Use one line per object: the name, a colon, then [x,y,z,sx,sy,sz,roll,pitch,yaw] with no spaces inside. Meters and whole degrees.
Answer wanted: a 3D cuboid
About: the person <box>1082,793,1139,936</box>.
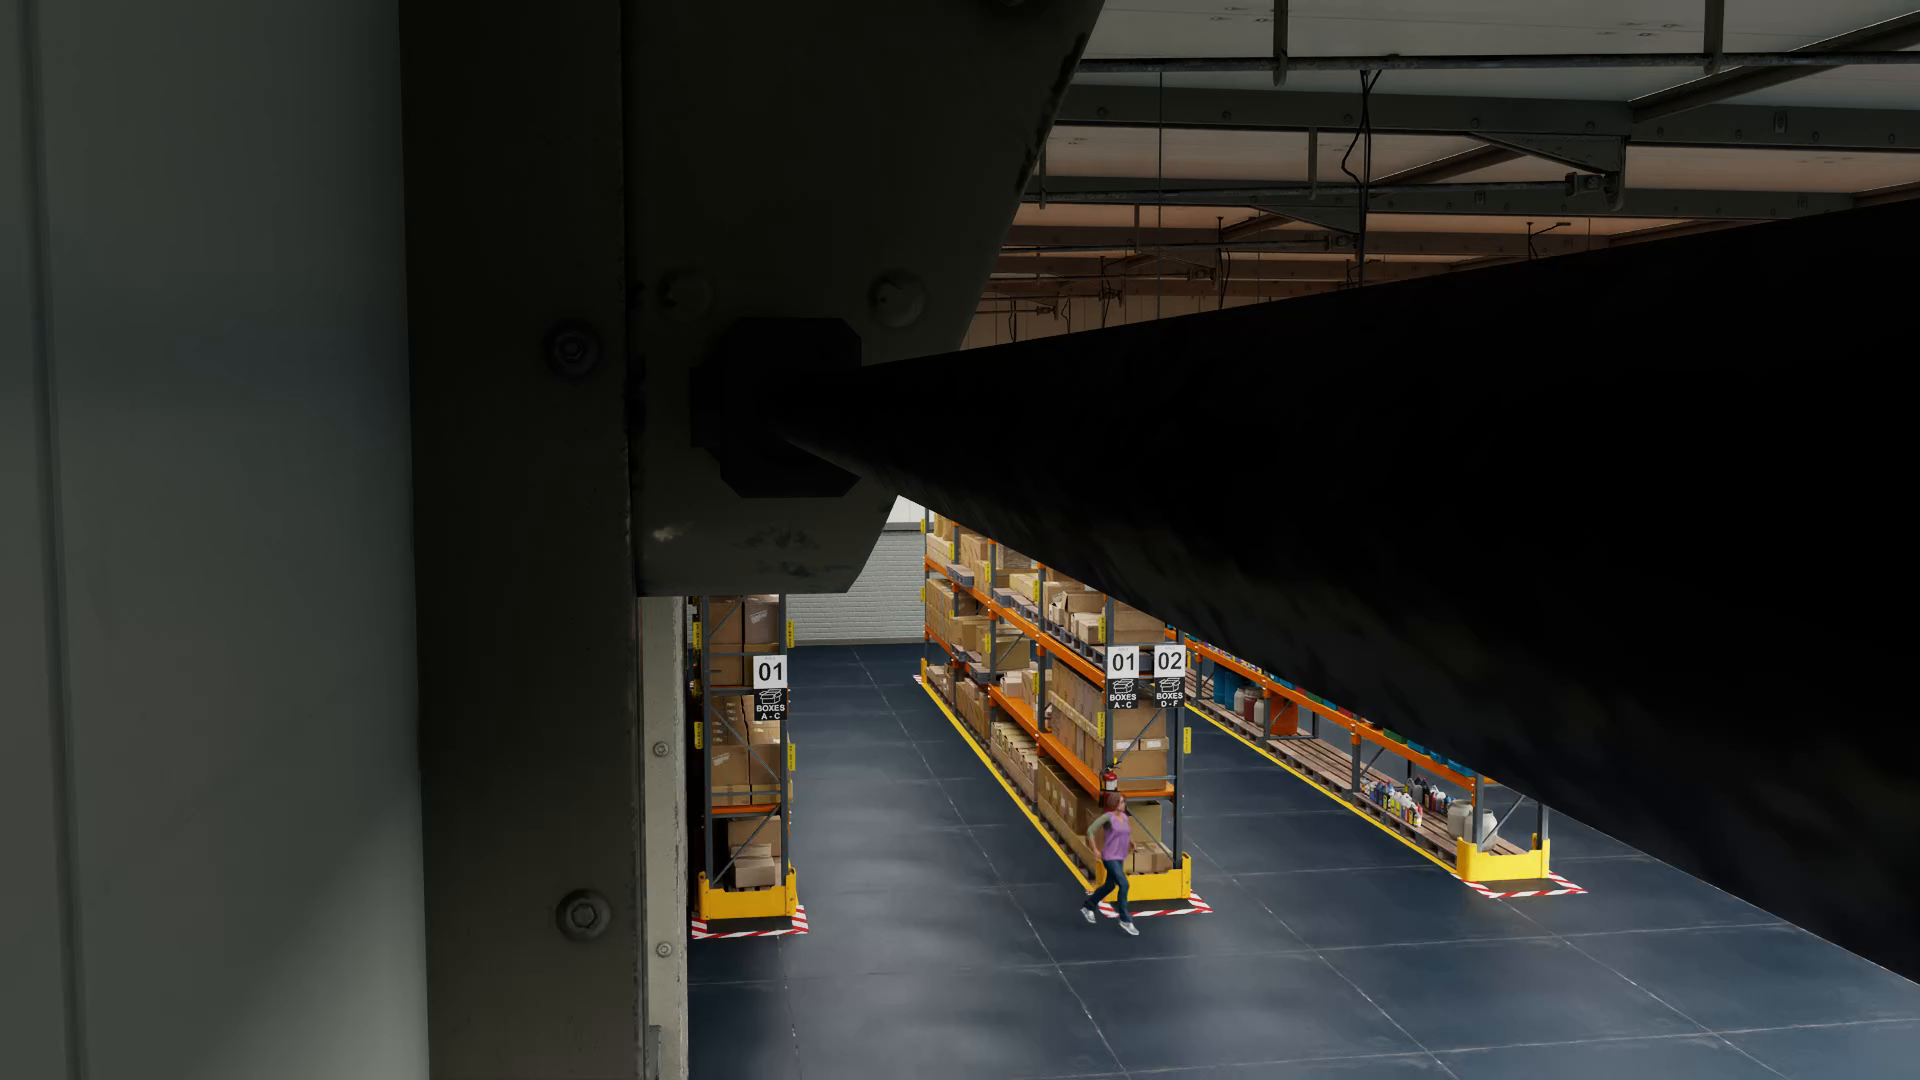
person: [1.852,3.796,19.698,0.808,1.583,0.550,4,6,37]
